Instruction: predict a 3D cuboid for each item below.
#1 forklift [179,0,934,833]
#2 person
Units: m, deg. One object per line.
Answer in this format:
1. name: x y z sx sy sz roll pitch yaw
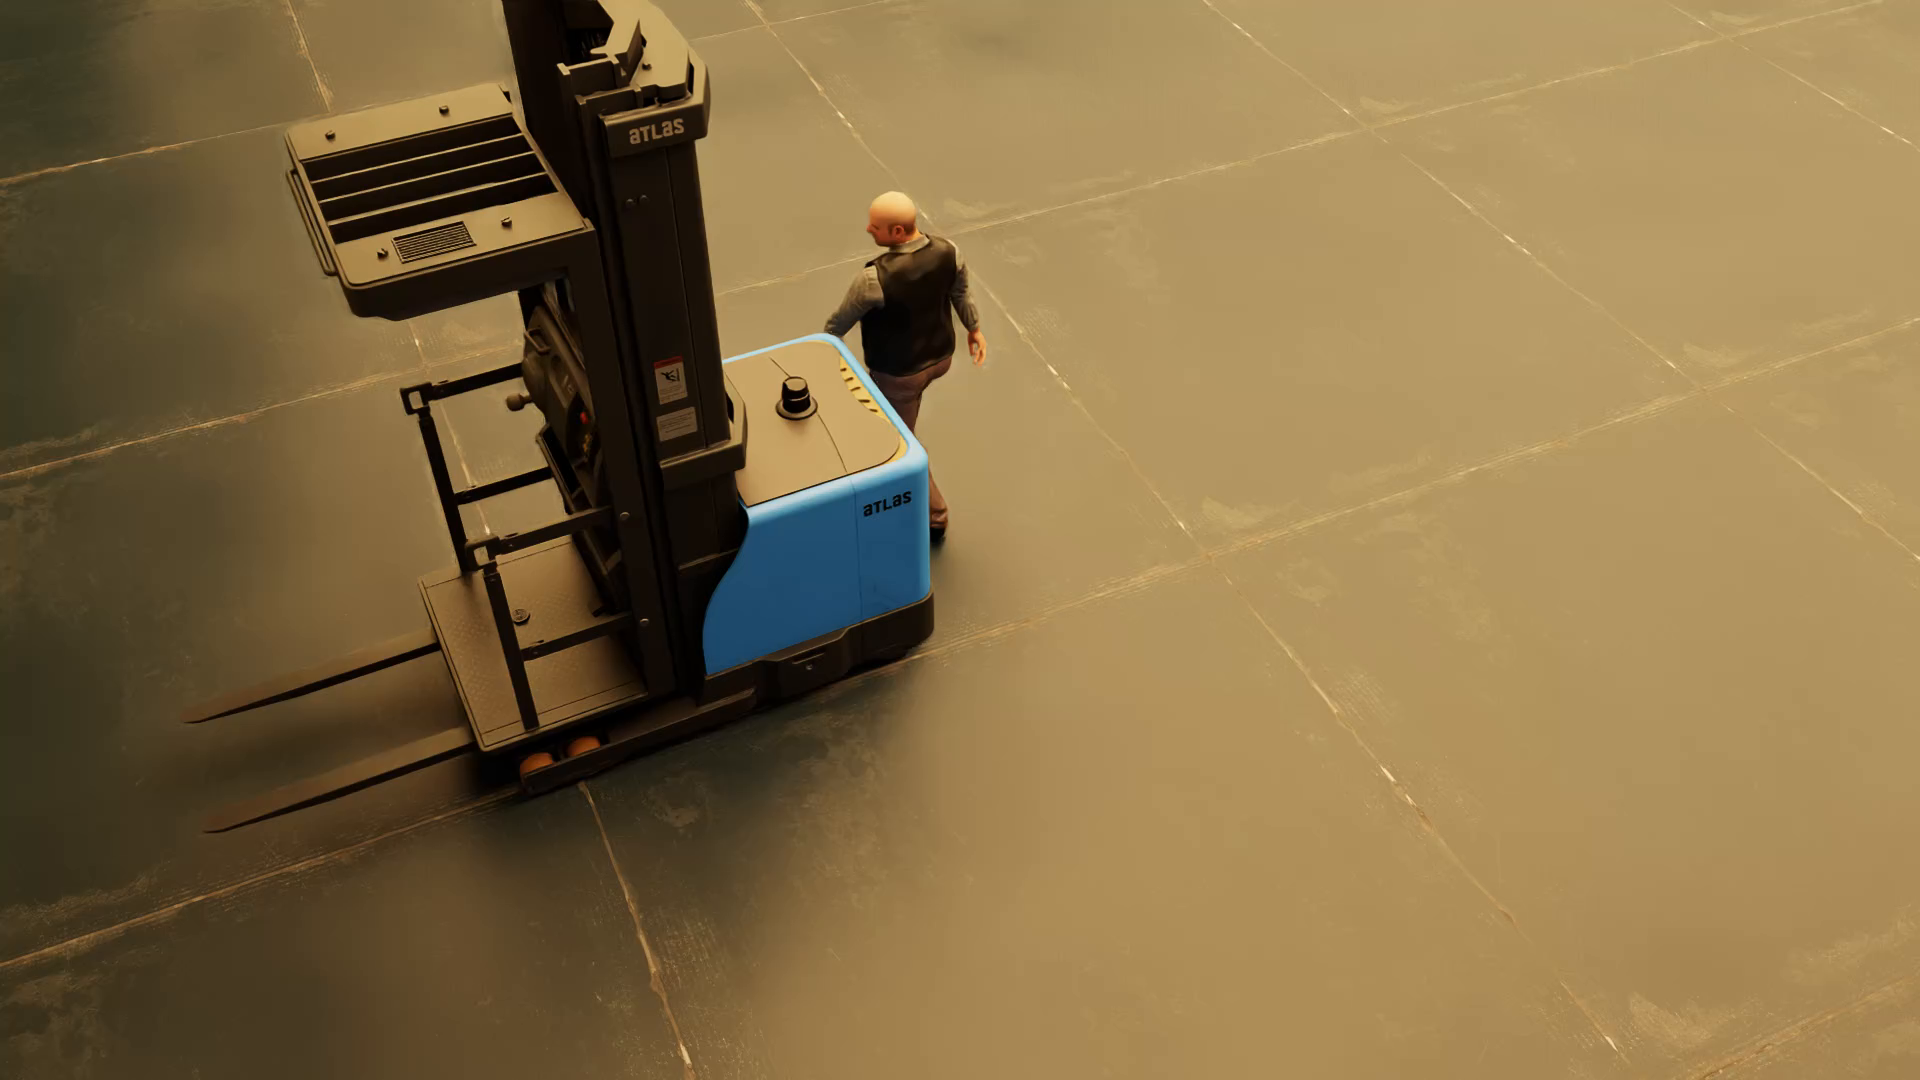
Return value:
1. forklift: -1.665 -0.464 6.177 3.031 2.935 1.130 -19 46 -19
2. person: -0.261 -0.893 7.580 0.676 1.676 0.892 -33 52 -30
